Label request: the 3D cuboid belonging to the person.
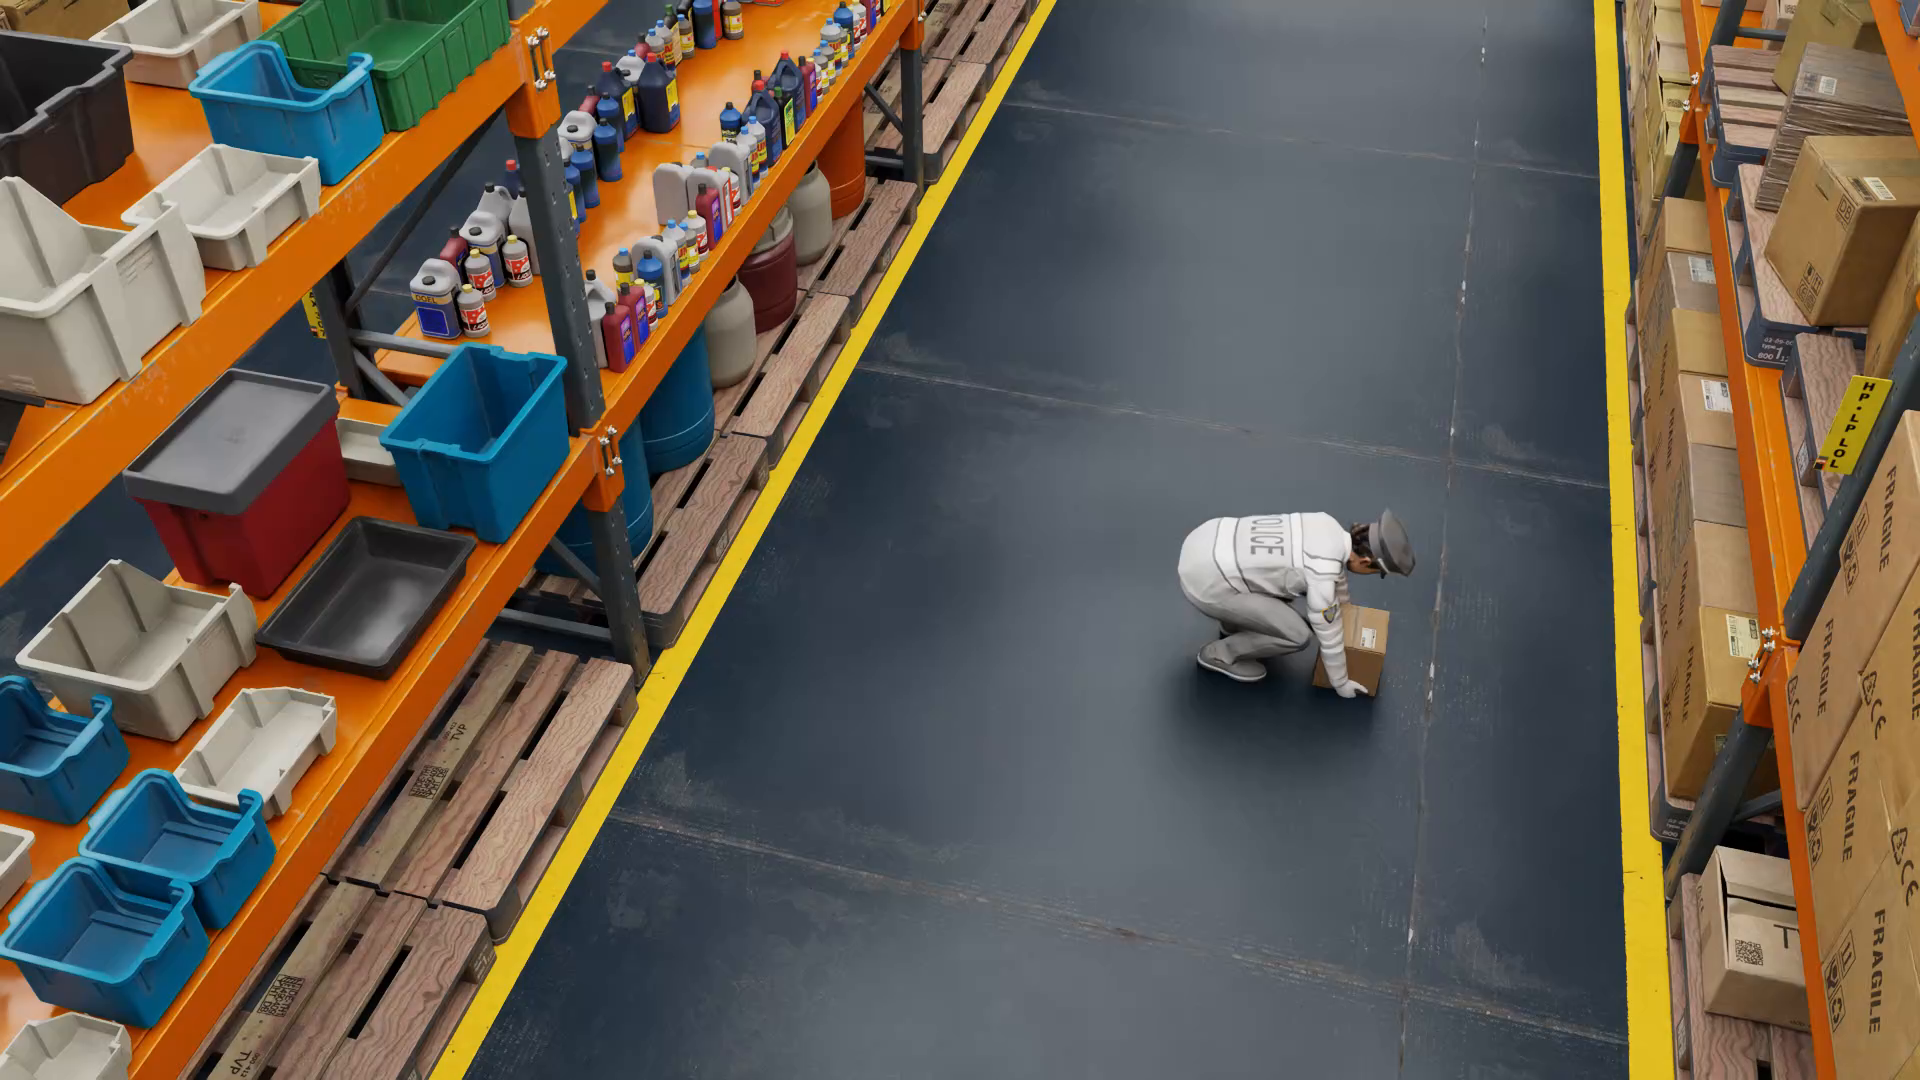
[{"bbox_3d":[1.317,0.205,6.631,0.900,0.814,0.457,9,42,10],"label":"person"}]
